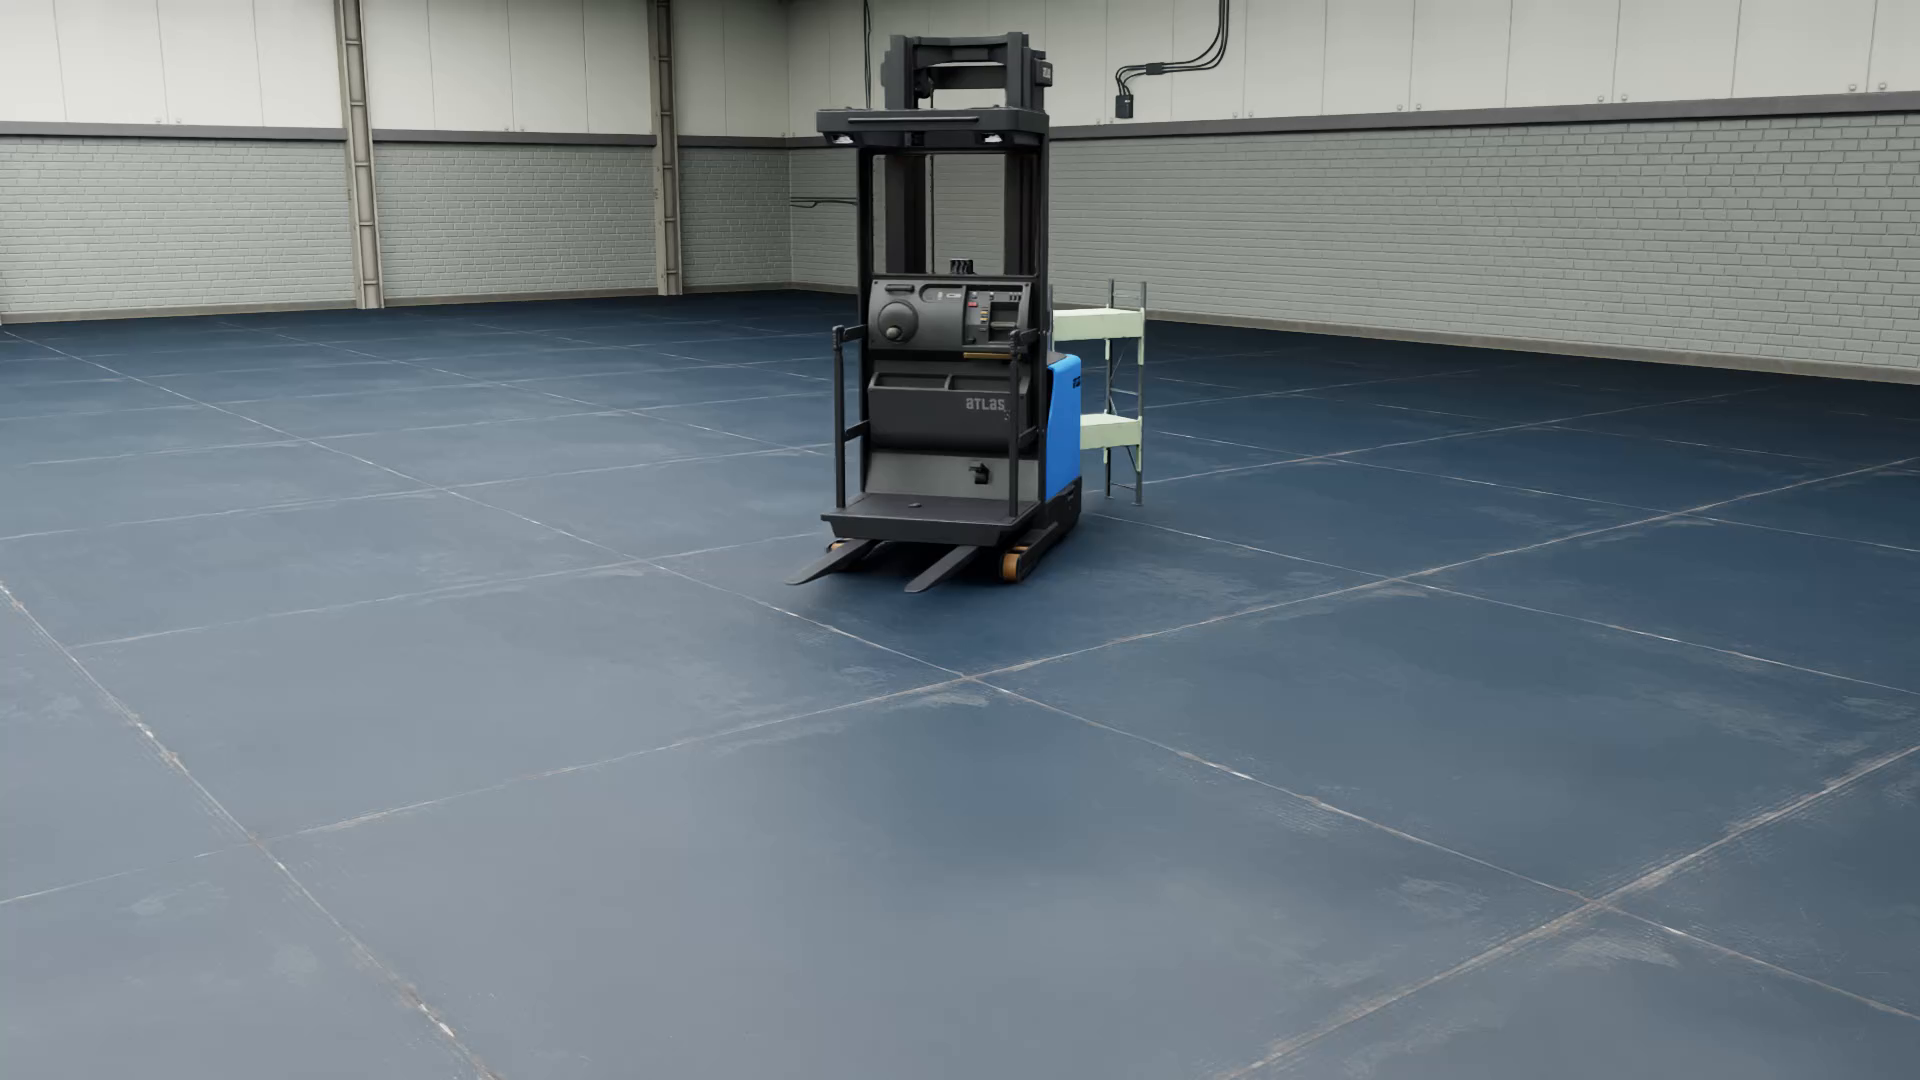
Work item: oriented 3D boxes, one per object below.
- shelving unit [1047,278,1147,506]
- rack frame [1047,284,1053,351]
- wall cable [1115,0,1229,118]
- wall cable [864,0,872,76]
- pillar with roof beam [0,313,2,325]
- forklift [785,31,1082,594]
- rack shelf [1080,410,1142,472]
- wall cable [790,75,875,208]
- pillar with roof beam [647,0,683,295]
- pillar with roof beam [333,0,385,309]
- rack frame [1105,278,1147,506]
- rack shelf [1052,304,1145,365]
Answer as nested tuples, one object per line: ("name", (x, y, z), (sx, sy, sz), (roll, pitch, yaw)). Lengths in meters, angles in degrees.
("shelving unit", (0.797, -0.958, 11.029), (0.755, 1.500, 0.431), (-7, 14, -30))
("rack frame", (0.481, -0.920, 10.849), (0.023, 1.500, 0.400), (-7, 14, -30))
("wall cable", (3.259, -9.590, 25.438), (0.169, 6.003, 2.305), (-9, 15, -38))
("wall cable", (-0.969, -9.981, 30.784), (0.112, 2.526, 3.097), (-9, 15, -38))
("pillar with roof beam", (-12.467, -7.045, 21.641), (0.400, 9.000, 9.100), (-9, 15, -38))
("forklift", (-0.116, -1.289, 9.141), (1.130, 2.935, 3.031), (3, 12, 15))
("rack shelf", (0.797, -0.639, 11.097), (0.720, 0.370, 0.431), (-7, 14, -30))
("wall cable", (-2.659, -7.949, 33.375), (0.112, 2.526, 3.097), (-9, 15, -38))
("pillar with roof beam", (-3.096, -8.602, 28.974), (0.400, 9.000, 9.100), (-9, 15, -38))
("pillar with roof beam", (-7.781, -7.823, 25.307), (0.400, 9.000, 9.100), (-9, 15, -38))
("rack frame", (1.113, -0.996, 11.210), (0.023, 1.500, 0.400), (-7, 14, -30))
("rack shelf", (0.797, -1.340, 10.948), (0.720, 0.370, 0.431), (-7, 14, -30))
